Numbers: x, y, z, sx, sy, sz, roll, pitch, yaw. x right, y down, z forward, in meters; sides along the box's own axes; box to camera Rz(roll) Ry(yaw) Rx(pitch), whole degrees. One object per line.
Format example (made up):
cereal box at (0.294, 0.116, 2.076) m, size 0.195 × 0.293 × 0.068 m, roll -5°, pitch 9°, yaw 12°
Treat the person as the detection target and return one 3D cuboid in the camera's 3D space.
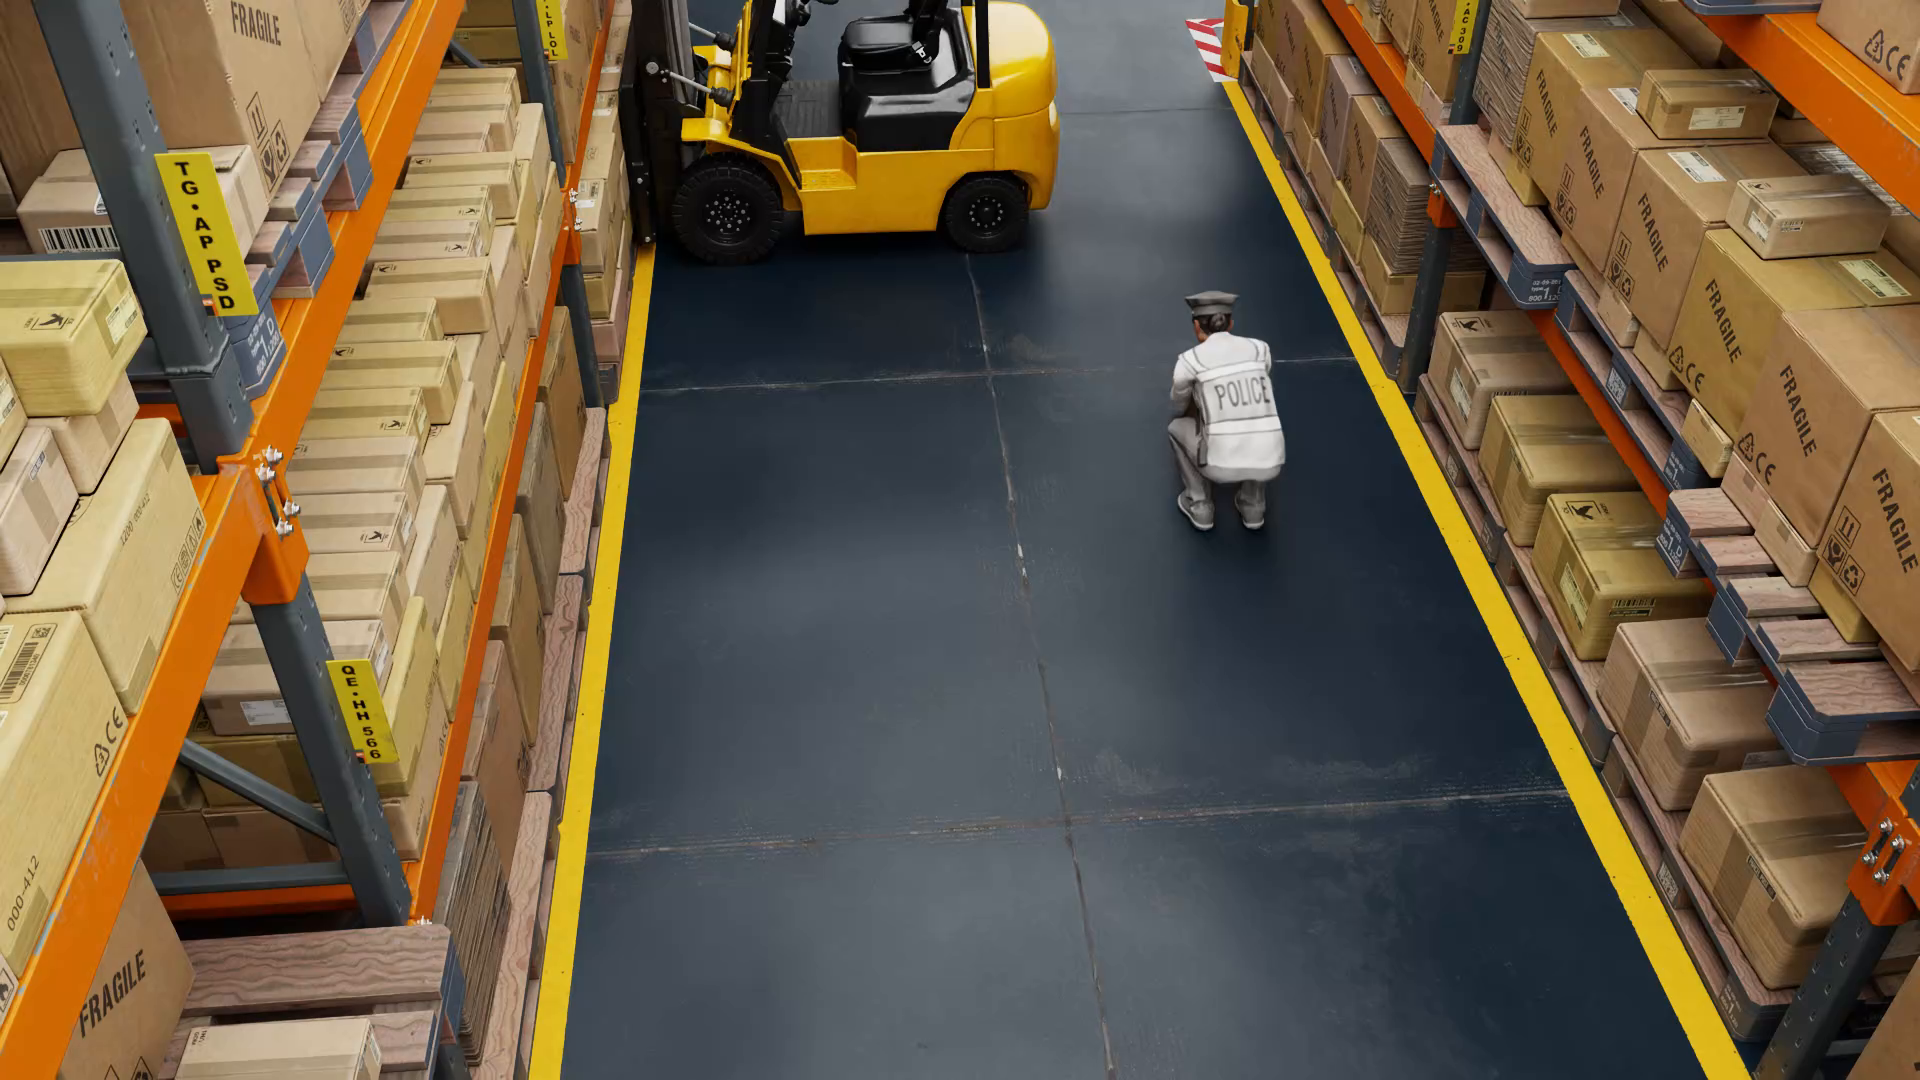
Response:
person at (1.181, -0.583, 7.420) m, size 0.468 × 0.979 × 0.837 m, roll -4°, pitch 40°, yaw -5°
